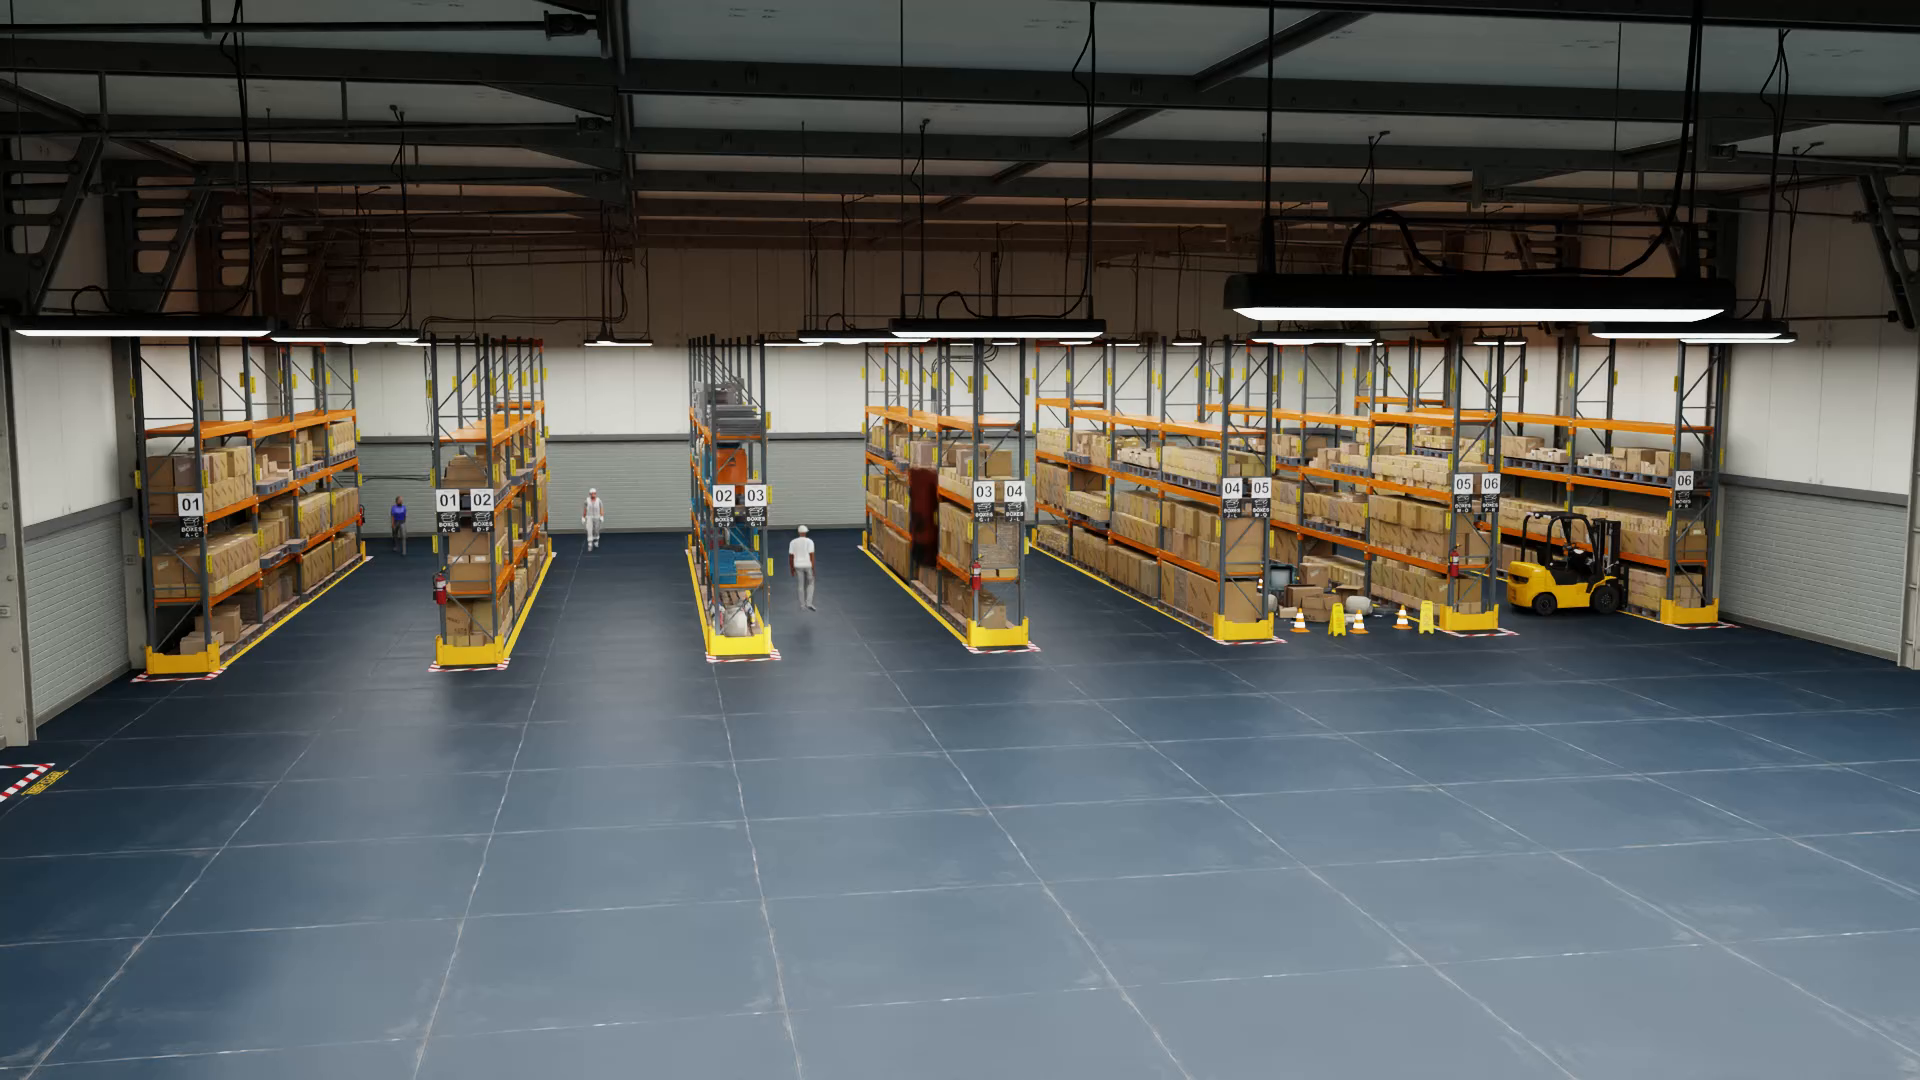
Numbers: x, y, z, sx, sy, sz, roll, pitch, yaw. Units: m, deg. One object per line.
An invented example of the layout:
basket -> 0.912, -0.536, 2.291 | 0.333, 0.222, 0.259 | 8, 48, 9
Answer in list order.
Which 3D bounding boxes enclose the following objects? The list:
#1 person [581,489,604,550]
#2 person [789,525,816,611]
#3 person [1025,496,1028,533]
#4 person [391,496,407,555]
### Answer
person -> -10.485, -0.607, 47.481 | 0.619, 1.721, 1.050 | -2, 7, -15
person -> -3.281, 0.600, 34.650 | 0.571, 1.803, 0.551 | 0, 7, 3
person -> 1.837, -0.814, 50.215 | 0.426, 1.533, 1.008 | 3, 7, 24
person -> -15.668, -0.416, 46.441 | 0.421, 1.605, 0.984 | -2, 7, -21
